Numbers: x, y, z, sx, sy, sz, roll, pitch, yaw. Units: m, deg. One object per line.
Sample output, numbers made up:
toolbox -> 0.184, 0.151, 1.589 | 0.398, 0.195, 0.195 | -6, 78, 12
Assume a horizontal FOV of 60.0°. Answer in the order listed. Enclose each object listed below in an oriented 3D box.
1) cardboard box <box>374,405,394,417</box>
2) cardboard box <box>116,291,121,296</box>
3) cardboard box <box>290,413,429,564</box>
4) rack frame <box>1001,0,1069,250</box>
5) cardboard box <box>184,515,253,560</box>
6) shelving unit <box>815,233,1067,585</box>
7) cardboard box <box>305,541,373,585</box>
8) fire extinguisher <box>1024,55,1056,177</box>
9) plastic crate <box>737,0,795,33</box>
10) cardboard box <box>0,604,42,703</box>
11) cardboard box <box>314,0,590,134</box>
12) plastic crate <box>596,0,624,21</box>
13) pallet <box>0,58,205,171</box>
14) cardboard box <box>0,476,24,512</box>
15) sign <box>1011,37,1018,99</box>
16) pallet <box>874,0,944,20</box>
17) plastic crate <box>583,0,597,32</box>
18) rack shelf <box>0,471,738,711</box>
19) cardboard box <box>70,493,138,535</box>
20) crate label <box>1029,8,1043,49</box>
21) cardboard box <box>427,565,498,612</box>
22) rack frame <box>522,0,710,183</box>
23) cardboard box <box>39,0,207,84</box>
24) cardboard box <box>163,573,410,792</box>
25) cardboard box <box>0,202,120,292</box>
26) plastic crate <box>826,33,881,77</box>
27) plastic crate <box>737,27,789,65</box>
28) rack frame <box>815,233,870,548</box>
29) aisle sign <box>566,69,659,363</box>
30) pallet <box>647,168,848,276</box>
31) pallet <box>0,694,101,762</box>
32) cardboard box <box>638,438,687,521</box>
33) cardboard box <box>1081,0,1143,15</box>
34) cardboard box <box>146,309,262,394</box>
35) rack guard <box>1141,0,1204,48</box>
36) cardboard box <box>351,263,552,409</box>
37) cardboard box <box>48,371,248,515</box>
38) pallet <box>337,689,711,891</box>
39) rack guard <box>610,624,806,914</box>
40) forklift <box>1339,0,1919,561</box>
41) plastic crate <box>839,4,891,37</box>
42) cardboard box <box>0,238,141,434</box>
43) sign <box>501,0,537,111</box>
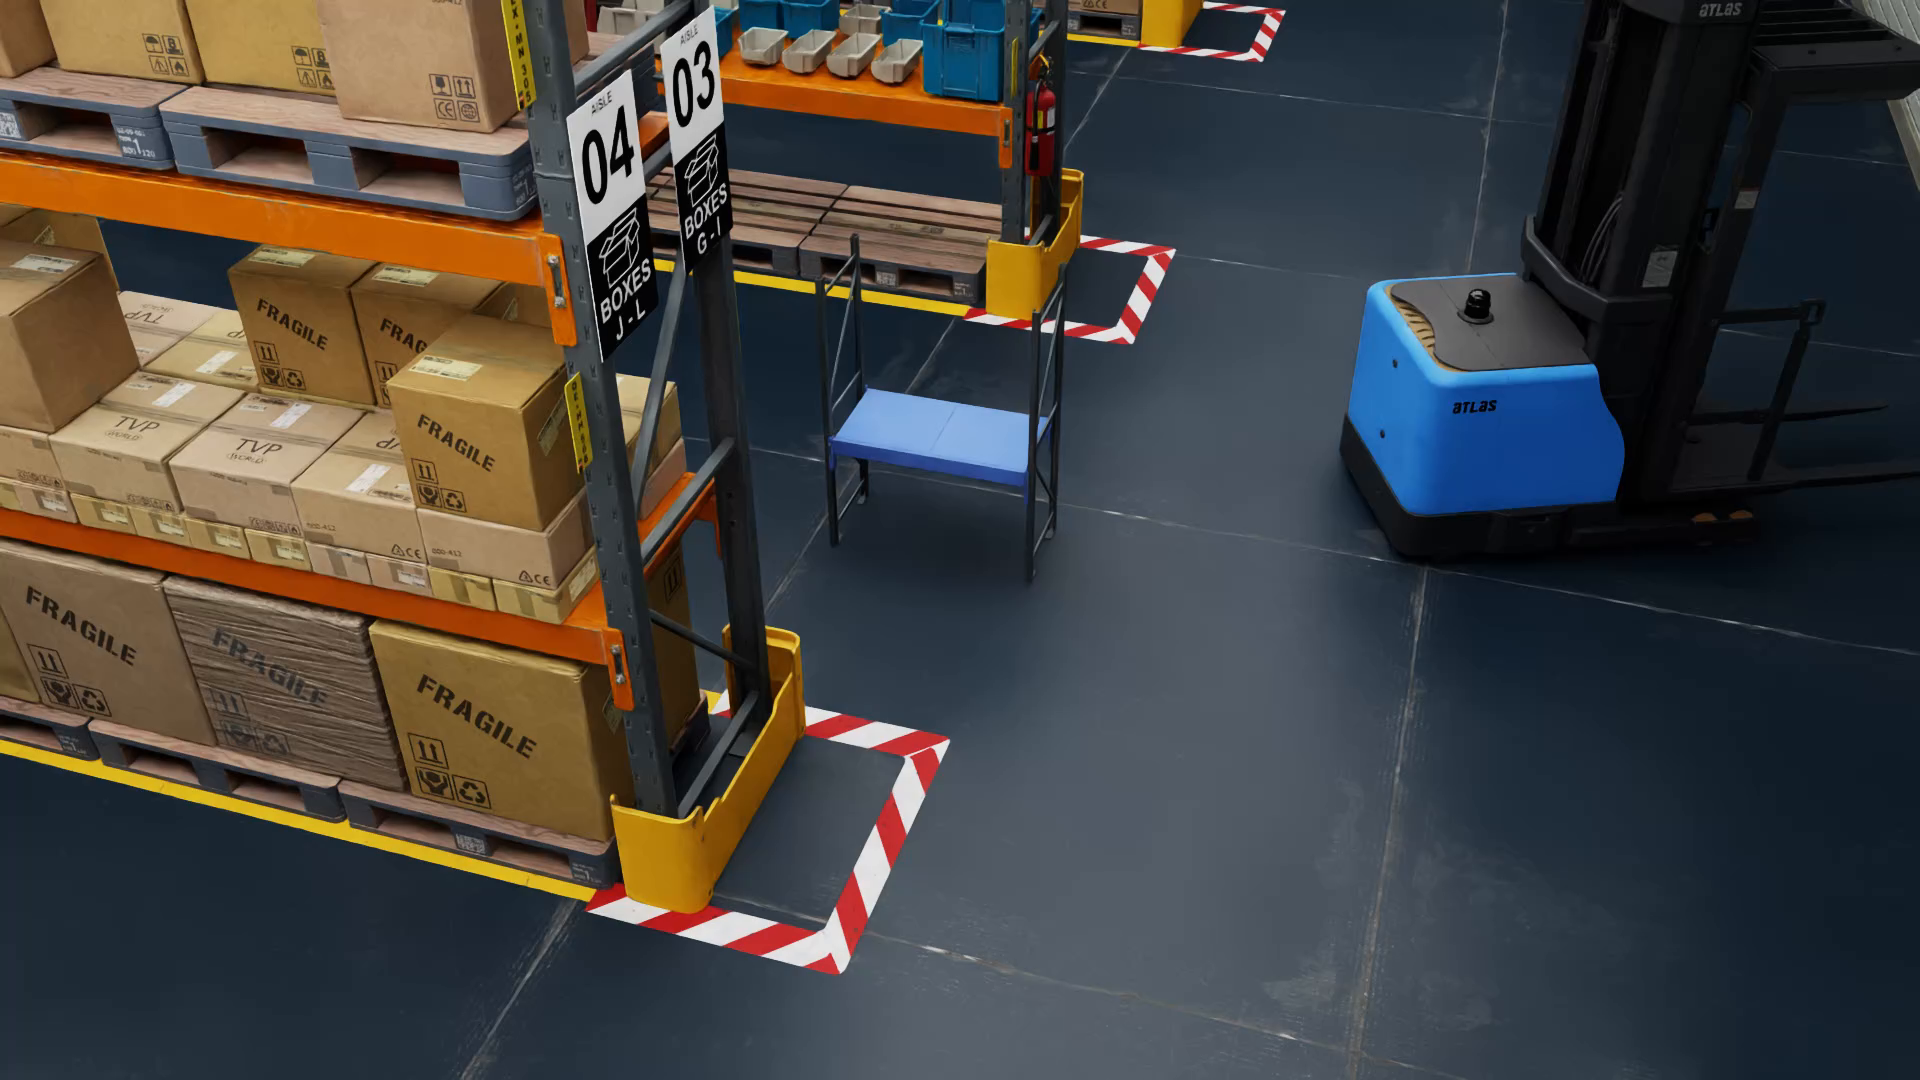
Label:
cardboard box -> -1.896, -0.495, 6.453 | 0.500, 0.250, 0.500 | 10, 38, 13
cardboard box -> -3.844, -0.857, 6.944 | 0.500, 0.250, 0.500 | 12, 38, 15
cardboard box -> -2.046, -0.195, 6.045 | 0.500, 0.250, 0.500 | 10, 37, 13
rack frame -> 0.457, -2.912, 9.861 | 0.127, 3.000, 1.000 | 10, 38, 14
cardboard box -> -2.681, -0.111, 6.267 | 0.250, 0.149, 0.380 | 11, 38, 14
shelving unit -> -0.081, -0.619, 8.011 | 1.048, 1.500, 0.538 | 10, 38, 14
cardboard box -> -2.185, -0.020, 6.144 | 0.250, 0.149, 0.380 | 11, 38, 15
fire extinguisher -> 0.465, -2.447, 9.609 | 0.183, 0.674, 0.296 | 10, 38, 14
plastic crate -> -1.224, -3.385, 10.594 | 0.300, 0.233, 0.416 | 10, 38, 14
cardboard box -> -4.232, 0.032, 7.300 | 0.875, 0.875, 0.875 | 10, 38, 14
cardboard box -> -1.533, -1.629, 5.065 | 0.500, 0.500, 0.700 | 8, 37, 11
plastic crate -> -2.213, -3.487, 10.823 | 0.590, 0.125, 0.437 | 10, 38, 14
pallet -> -2.900, -1.622, 5.653 | 1.213, 0.211, 1.003 | 10, 38, 14
cardboard box -> -3.657, -0.292, 6.513 | 0.250, 0.149, 0.380 | 10, 38, 13
sign -> 0.308, -2.664, 9.386 | 0.005, 0.325, 0.100 | 10, 38, 14
pallet -> -0.057, -4.962, 14.998 | 1.213, 0.211, 1.003 | 10, 38, 14
plastic crate -> -2.584, -3.370, 10.378 | 0.583, 0.464, 0.402 | 10, 38, 14
rack shelf -> -2.929, -0.174, 6.747 | 4.000, 0.370, 1.077 | 10, 38, 14
cardboard box -> -3.167, -0.201, 6.389 | 0.250, 0.149, 0.380 | 9, 37, 13
crate label -> 0.319, -3.099, 10.206 | 0.303, 0.233, 0.416 | 10, 38, 14
cardboard box -> -1.707, 0.070, 6.022 | 0.250, 0.149, 0.380 | 11, 38, 14
rack frame -> -1.020, -2.526, 4.276 | 0.127, 3.000, 1.000 | 10, 38, 14
cardboard box -> -2.542, -1.861, 5.379 | 0.500, 0.500, 0.700 | 8, 37, 11
cardboard box -> -2.524, 0.348, 6.870 | 0.875, 0.875, 0.875 | 10, 38, 14
cardboard box -> -3.843, -1.157, 6.720 | 0.500, 0.500, 0.500 | 11, 38, 14
plastic crate -> -0.648, -2.931, 10.059 | 0.243, 0.136, 0.396 | 10, 38, 14
plastic crate -> -1.209, -3.009, 10.164 | 0.250, 0.136, 0.298 | 10, 38, 14
rack frame -> -0.567, -0.709, 8.133 | 0.032, 1.500, 0.500 | 10, 38, 14
aisle sign -> -1.041, -0.974, 5.035 | 0.004, 0.787, 0.394 | 10, 38, 14
pallet -> -1.480, -2.174, 11.210 | 1.213, 0.211, 1.003 | 10, 38, 14
pallet -> -4.136, 0.485, 7.598 | 1.213, 0.211, 1.003 | 10, 38, 14
cardboard box -> -1.261, -0.258, 6.467 | 0.250, 0.149, 0.380 | 11, 38, 14
cardboard box -> 1.345, -4.841, 14.220 | 0.500, 0.500, 0.500 | 10, 38, 14
cardboard box -> -2.874, -0.675, 6.697 | 0.500, 0.250, 0.500 | 10, 37, 13
rack guard -> 1.865, -4.721, 14.428 | 0.348, 0.500, 1.175 | 10, 38, 14
cardboard box -> -1.875, -0.797, 6.231 | 0.500, 0.500, 0.500 | 10, 37, 13
cardboard box -> -3.030, -0.374, 6.289 | 0.500, 0.250, 0.500 | 11, 38, 14
pallet -> -1.807, 0.916, 7.012 | 1.213, 0.211, 1.003 | 10, 38, 14
rack guard -> -0.997, 0.901, 6.789 | 0.348, 0.500, 1.175 | 10, 38, 14
forklift -> 3.600, -1.458, 7.943 | 3.031, 2.935, 1.130 | -4, 37, -6
plastic crate -> -0.610, -3.284, 10.538 | 0.298, 0.136, 0.250 | 10, 38, 14
cardboard box -> -3.492, -0.768, 6.191 | 0.500, 0.500, 0.500 | 9, 37, 12
sign -> -1.195, -1.338, 4.512 | 0.005, 0.325, 0.100 | 10, 38, 14
